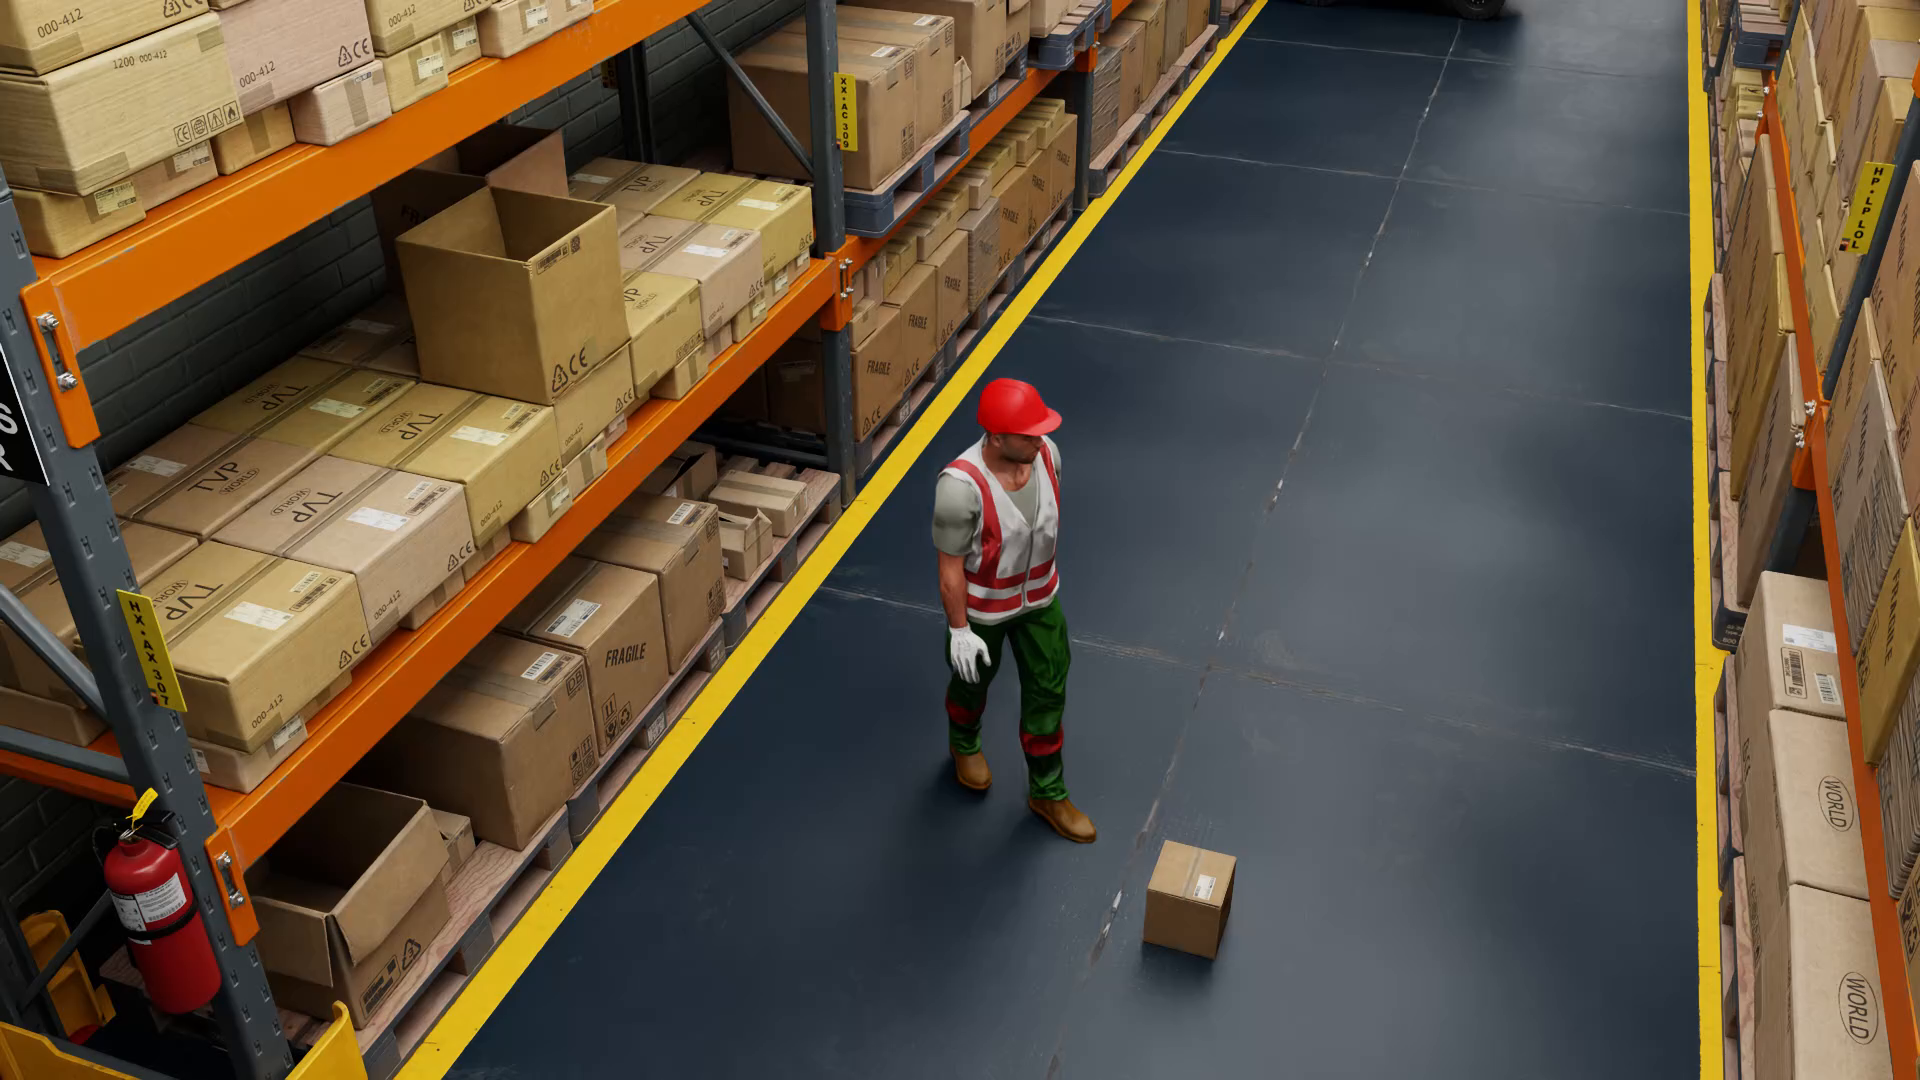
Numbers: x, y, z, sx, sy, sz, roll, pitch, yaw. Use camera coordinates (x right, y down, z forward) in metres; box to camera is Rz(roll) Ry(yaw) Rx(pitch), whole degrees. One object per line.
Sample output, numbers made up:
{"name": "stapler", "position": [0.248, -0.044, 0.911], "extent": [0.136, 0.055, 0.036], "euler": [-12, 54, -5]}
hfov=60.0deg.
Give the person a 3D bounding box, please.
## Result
{"name": "person", "position": [0.168, 0.235, 5.749], "extent": [0.557, 1.800, 0.689], "euler": [-18, 37, -25]}
